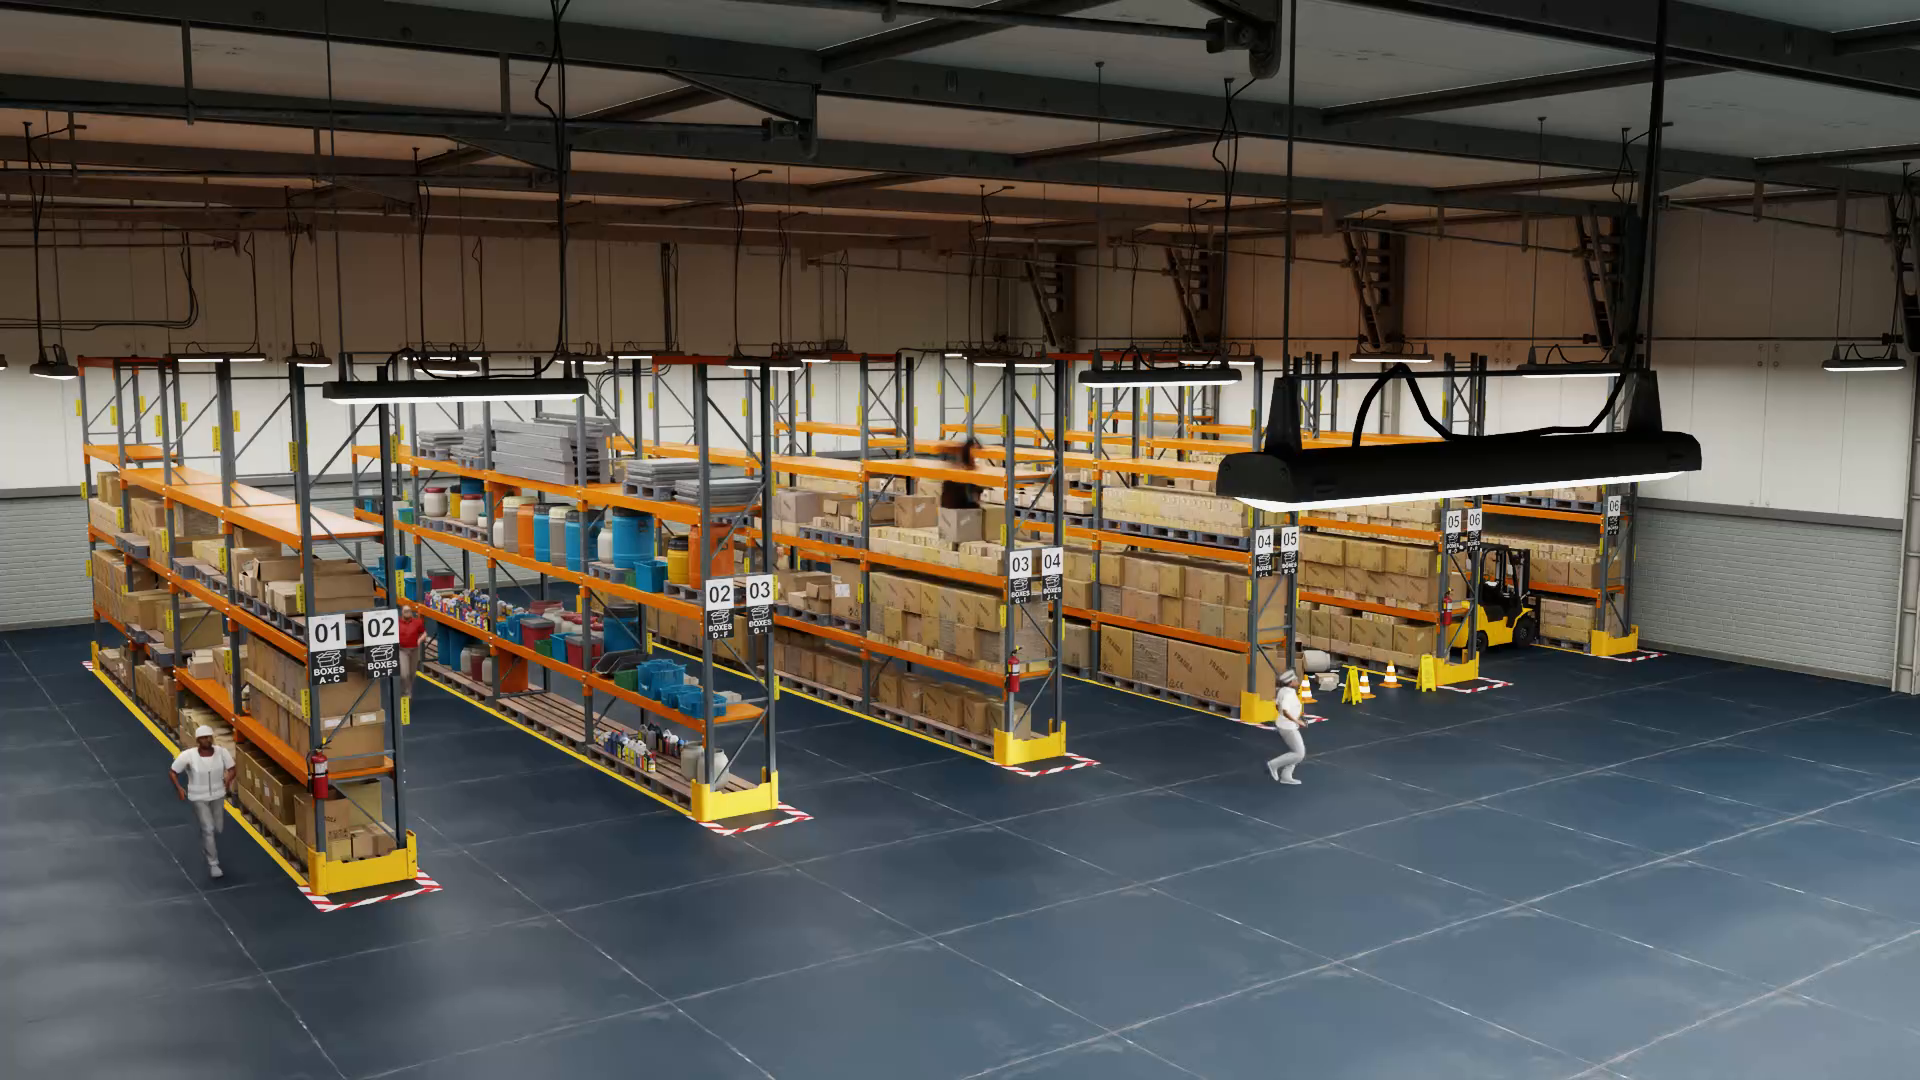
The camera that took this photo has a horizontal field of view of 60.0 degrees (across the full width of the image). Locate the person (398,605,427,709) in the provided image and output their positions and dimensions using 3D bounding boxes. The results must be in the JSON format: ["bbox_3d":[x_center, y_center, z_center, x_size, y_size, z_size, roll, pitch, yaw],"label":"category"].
[{"bbox_3d":[-9.567,1.992,28.823,0.651,1.774,0.857,-5,8,-34],"label":"person"}]

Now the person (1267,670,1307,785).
[{"bbox_3d":[4.625,2.653,23.609,0.548,1.655,0.564,0,7,-2],"label":"person"}]

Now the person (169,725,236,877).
[{"bbox_3d":[-8.960,3.058,19.775,0.723,1.755,0.861,-6,9,-42],"label":"person"}]

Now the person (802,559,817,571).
[{"bbox_3d":[-3.766,0.375,42.066,0.635,1.724,0.748,2,7,14],"label":"person"}]

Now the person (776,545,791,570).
[{"bbox_3d":[-4.079,0.947,37.609,0.585,1.680,0.970,-4,8,-27],"label":"person"}]
